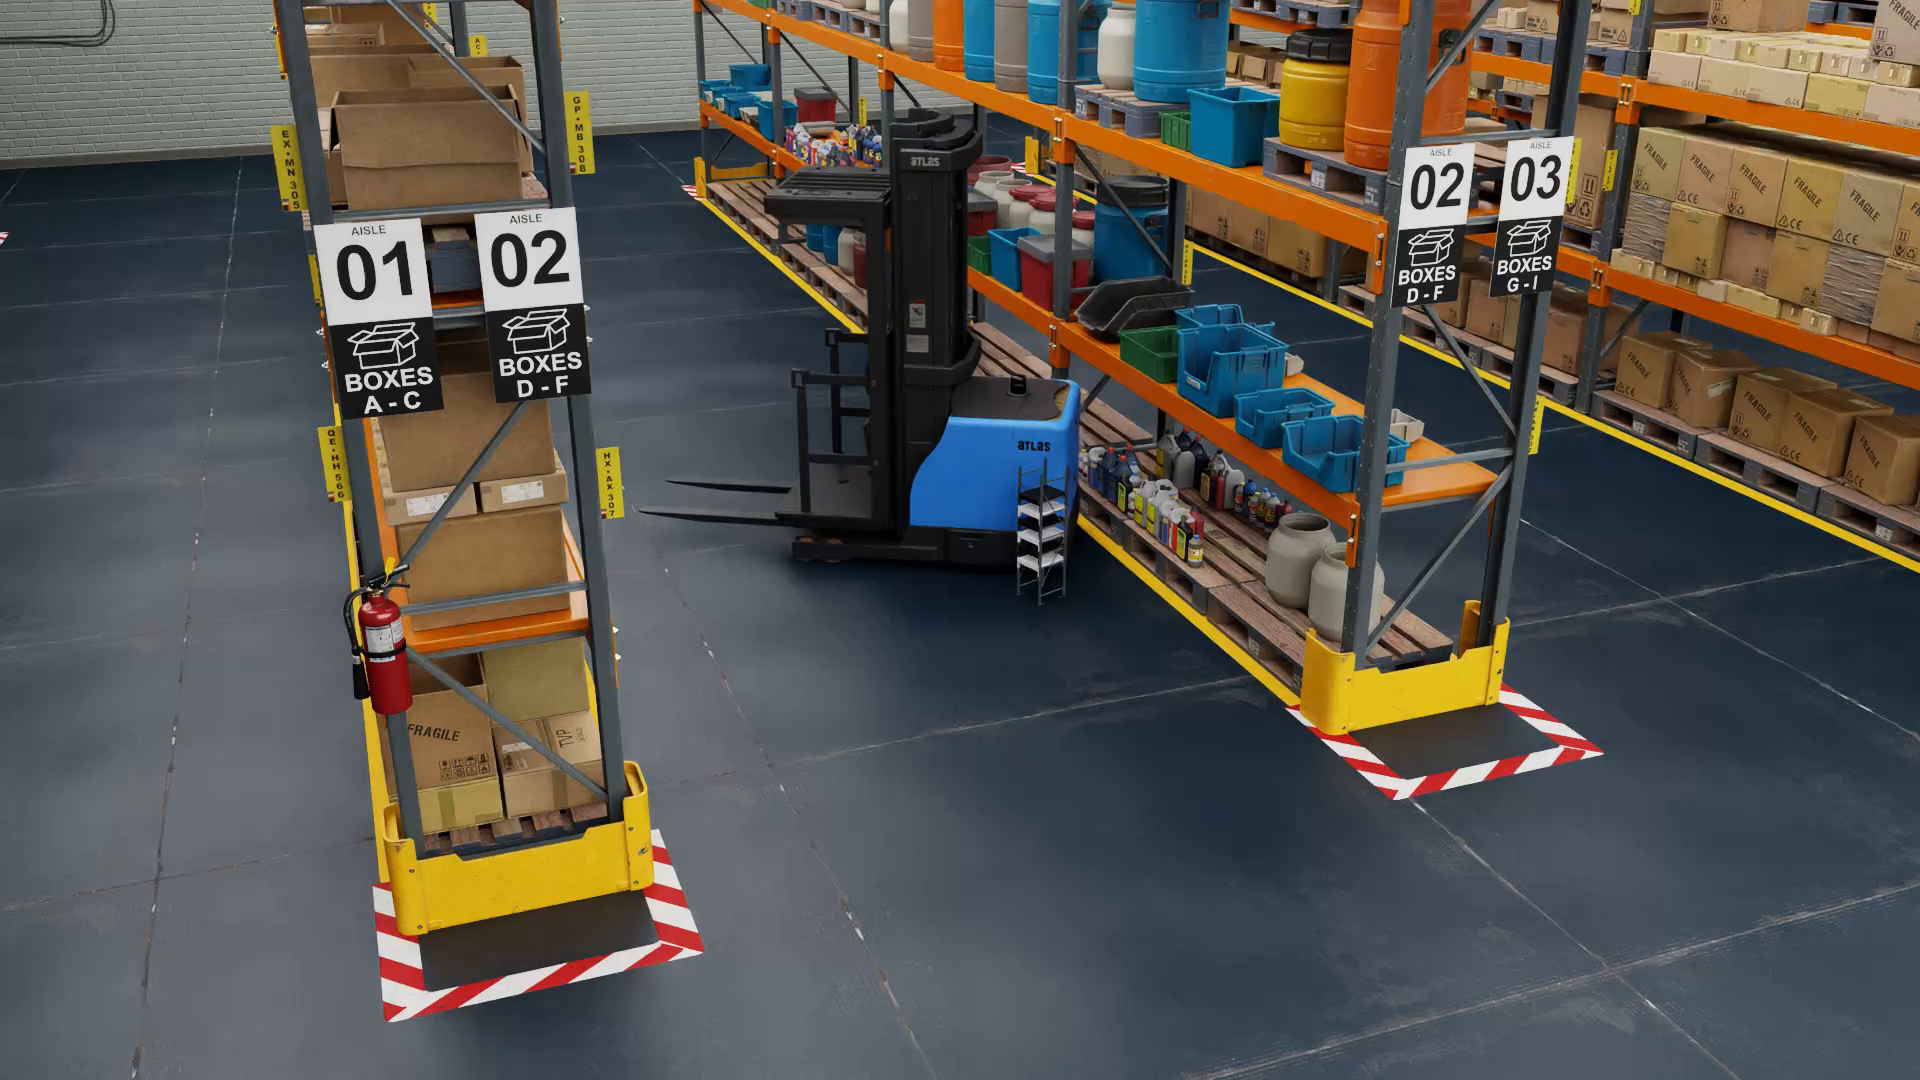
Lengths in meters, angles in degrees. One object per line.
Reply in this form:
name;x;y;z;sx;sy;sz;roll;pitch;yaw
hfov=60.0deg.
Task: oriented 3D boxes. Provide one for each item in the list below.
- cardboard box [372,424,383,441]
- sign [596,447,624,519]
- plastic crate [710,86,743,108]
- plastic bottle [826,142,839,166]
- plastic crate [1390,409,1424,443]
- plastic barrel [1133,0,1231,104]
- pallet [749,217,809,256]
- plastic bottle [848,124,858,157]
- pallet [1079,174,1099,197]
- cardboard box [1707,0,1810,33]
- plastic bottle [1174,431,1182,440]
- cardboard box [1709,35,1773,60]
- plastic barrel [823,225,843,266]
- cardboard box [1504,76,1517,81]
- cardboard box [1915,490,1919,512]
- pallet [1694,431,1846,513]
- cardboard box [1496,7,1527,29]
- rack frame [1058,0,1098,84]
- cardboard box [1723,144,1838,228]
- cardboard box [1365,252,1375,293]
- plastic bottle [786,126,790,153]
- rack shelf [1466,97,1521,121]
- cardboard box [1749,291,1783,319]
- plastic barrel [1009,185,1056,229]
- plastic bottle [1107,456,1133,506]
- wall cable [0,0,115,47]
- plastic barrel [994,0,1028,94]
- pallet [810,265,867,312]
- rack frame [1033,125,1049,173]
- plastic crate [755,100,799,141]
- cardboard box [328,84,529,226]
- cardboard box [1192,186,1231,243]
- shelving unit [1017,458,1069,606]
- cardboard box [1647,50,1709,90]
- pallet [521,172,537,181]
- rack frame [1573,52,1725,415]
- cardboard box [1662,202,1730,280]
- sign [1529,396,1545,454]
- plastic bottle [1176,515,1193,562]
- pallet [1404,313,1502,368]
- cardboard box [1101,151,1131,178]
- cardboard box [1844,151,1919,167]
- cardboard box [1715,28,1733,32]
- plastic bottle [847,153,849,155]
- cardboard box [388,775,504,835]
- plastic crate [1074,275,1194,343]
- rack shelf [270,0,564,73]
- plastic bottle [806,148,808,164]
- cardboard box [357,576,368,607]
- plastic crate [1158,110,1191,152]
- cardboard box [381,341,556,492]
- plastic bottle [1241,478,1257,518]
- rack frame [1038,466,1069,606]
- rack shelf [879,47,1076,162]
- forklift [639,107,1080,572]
cardboard box;-2.634;-0.475;8.051;0.380;0.149;0.250;-8;24;-18
sign;-1.528;-0.247;7.258;0.100;0.325;0.005;-8;24;-19
plastic crate;-3.055;-5.806;21.802;0.416;0.233;0.300;-8;24;-19
plastic bottle;-1.316;-3.983;17.402;0.144;0.351;0.185;-8;24;-19
plastic crate;2.571;-0.664;9.803;0.298;0.136;0.250;-8;24;-19
plastic barrel;1.424;-3.300;10.669;0.600;0.901;0.708;-8;24;-19
pallet;-1.950;-3.753;20.383;1.003;0.211;1.213;-8;24;-19
plastic bottle;-1.158;-4.445;18.497;0.144;0.351;0.185;-8;24;-19
pallet;2.350;-4.902;23.109;1.003;0.211;1.213;-8;24;-19
cardboard box;6.204;-4.216;12.874;0.500;0.500;0.500;-9;25;-21
plastic bottle;1.651;-0.691;12.458;0.061;0.283;0.133;-7;24;-16
cardboard box;5.867;-3.696;12.476;0.380;0.149;0.250;-8;24;-19
plastic barrel;-1.227;-3.546;18.461;0.600;0.901;0.708;-8;24;-19
cardboard box;7.365;-6.108;21.780;0.380;0.149;0.250;-8;24;-18
cardboard box;7.014;-0.367;11.435;0.500;0.500;0.500;-4;23;-9
pallet;6.511;-0.581;12.857;1.003;0.211;1.213;-8;24;-19
cardboard box;5.050;-4.685;14.901;0.380;0.166;0.250;-9;24;-20
rack frame;1.173;-4.634;11.158;1.000;3.000;0.127;-8;24;-19
cardboard box;6.082;-2.631;12.332;0.500;0.500;0.500;-8;24;-19
cardboard box;4.649;-2.813;17.213;0.700;0.500;0.500;-10;25;-22
plastic bottle;-1.923;-4.531;18.788;0.061;0.283;0.133;-8;24;-19
rack shelf;6.949;-6.495;24.224;1.077;0.370;4.000;-8;24;-19
cardboard box;6.143;-1.771;12.413;0.380;0.149;0.250;-8;24;-19
plastic barrel;0.628;-2.734;14.199;0.433;0.535;0.433;0;23;0
plastic bottle;1.136;-0.433;11.759;0.144;0.351;0.185;-9;25;-21
wall cable;-13.999;-8.308;23.874;3.097;2.526;0.112;-8;24;-19
plastic barrel;0.559;-3.875;12.575;0.600;0.901;0.600;0;23;0
pallet;-0.985;-2.761;18.030;1.003;0.211;1.213;-8;24;-19
rack frame;1.567;-6.909;24.281;1.000;3.000;0.127;-8;24;-19
plastic crate;-2.138;-4.919;19.503;0.392;0.384;0.575;-8;24;-19
cardboard box;-2.249;-1.635;7.051;0.797;0.503;0.637;-7;24;-15
cardboard box;3.541;-4.116;19.848;1.225;0.875;0.875;-9;25;-21
shelving unit;0.530;-0.051;10.714;0.258;0.900;0.210;-18;29;-37
cardboard box;5.726;-3.664;12.911;0.500;0.250;0.500;-9;25;-21
pallet;-2.710;-1.784;8.372;1.003;0.211;1.213;-8;24;-19
rack frame;5.806;-2.549;13.936;1.000;3.000;0.127;-8;24;-19
cardboard box;6.051;-2.374;13.008;0.875;0.500;0.500;-8;24;-19
sign;3.102;-0.618;8.997;0.100;0.325;0.005;-8;24;-19
plastic bottle;1.468;-0.014;10.853;0.061;0.283;0.133;-8;24;-18
pallet;5.095;-1.991;16.202;1.003;0.211;1.213;-8;24;-19
cardboard box;2.504;-5.248;22.535;0.875;0.875;0.875;-8;24;-19
cardboard box;6.750;-2.522;12.072;0.500;0.500;0.500;-8;24;-19
cardboard box;6.191;-3.968;13.119;0.380;0.149;0.250;-8;24;-17
plastic bottle;-1.218;-3.979;17.494;0.097;0.271;0.097;0;23;0
cardboard box;-2.515;1.181;8.085;0.500;0.250;0.500;-8;24;-19
plastic crate;1.239;-1.633;11.843;0.767;0.338;0.504;-8;24;-19
rack shelf;-2.756;-2.713;8.042;1.077;0.370;4.000;-8;24;-19
plastic bottle;-1.633;-4.215;18.144;0.097;0.201;0.097;0;23;0
cardboard box;-2.884;0.475;8.796;0.500;0.500;0.500;-8;24;-19
plastic crate;1.475;-2.543;10.333;0.336;0.188;0.450;-8;24;-19
cardboard box;-2.221;-0.572;7.447;0.700;0.500;0.500;-8;24;-19
plastic bottle;2.009;-0.298;11.541;0.097;0.271;0.097;0;23;0
rack frame;0.596;-0.021;10.642;0.240;0.900;0.006;-18;29;-37
rack shelf;0.466;-3.647;13.605;1.077;0.370;4.000;-8;24;-19
forklift;-0.709;-1.388;11.269;3.031;2.935;1.130;3;23;8
